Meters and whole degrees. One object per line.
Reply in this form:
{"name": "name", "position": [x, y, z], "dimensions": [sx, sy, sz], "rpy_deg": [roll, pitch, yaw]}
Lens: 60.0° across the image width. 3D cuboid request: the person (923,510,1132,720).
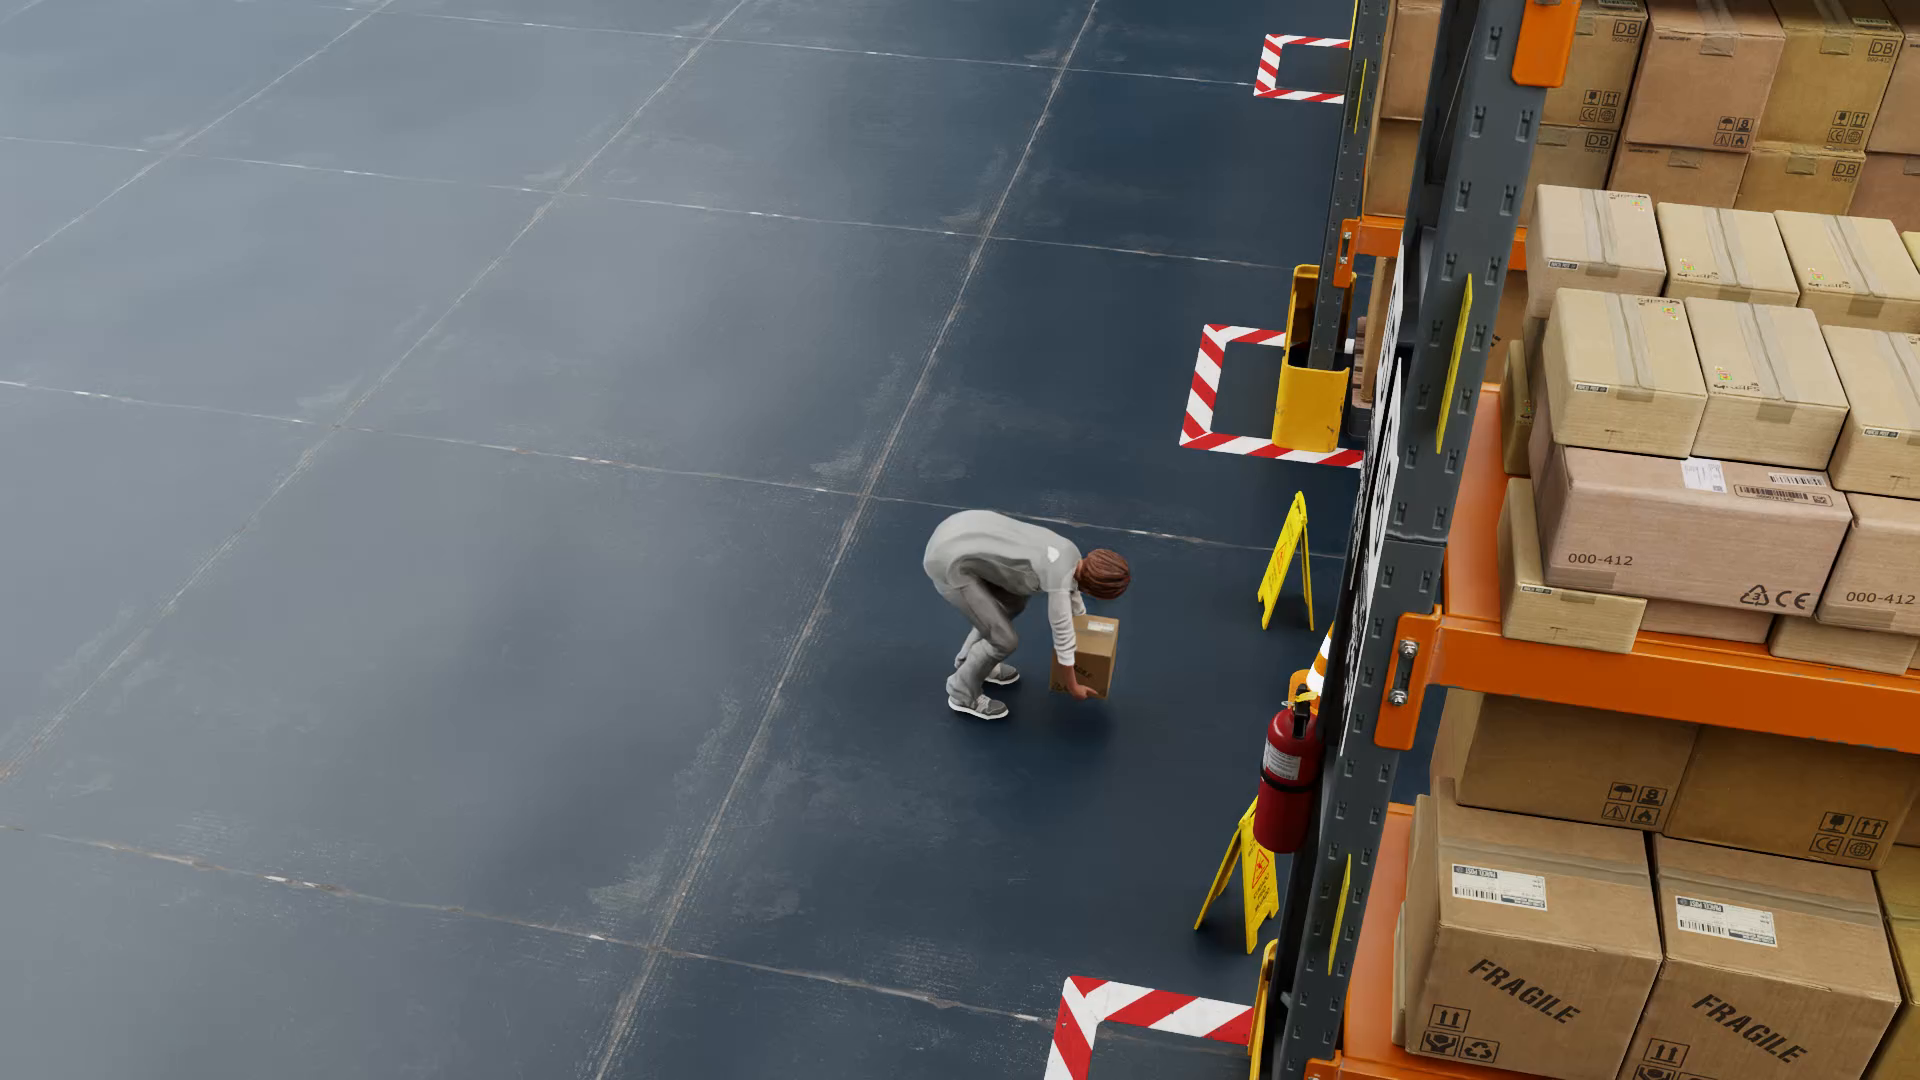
{"name": "person", "position": [0.280, 0.322, 7.074], "dimensions": [0.868, 0.959, 0.409], "rpy_deg": [6, 38, 8]}
